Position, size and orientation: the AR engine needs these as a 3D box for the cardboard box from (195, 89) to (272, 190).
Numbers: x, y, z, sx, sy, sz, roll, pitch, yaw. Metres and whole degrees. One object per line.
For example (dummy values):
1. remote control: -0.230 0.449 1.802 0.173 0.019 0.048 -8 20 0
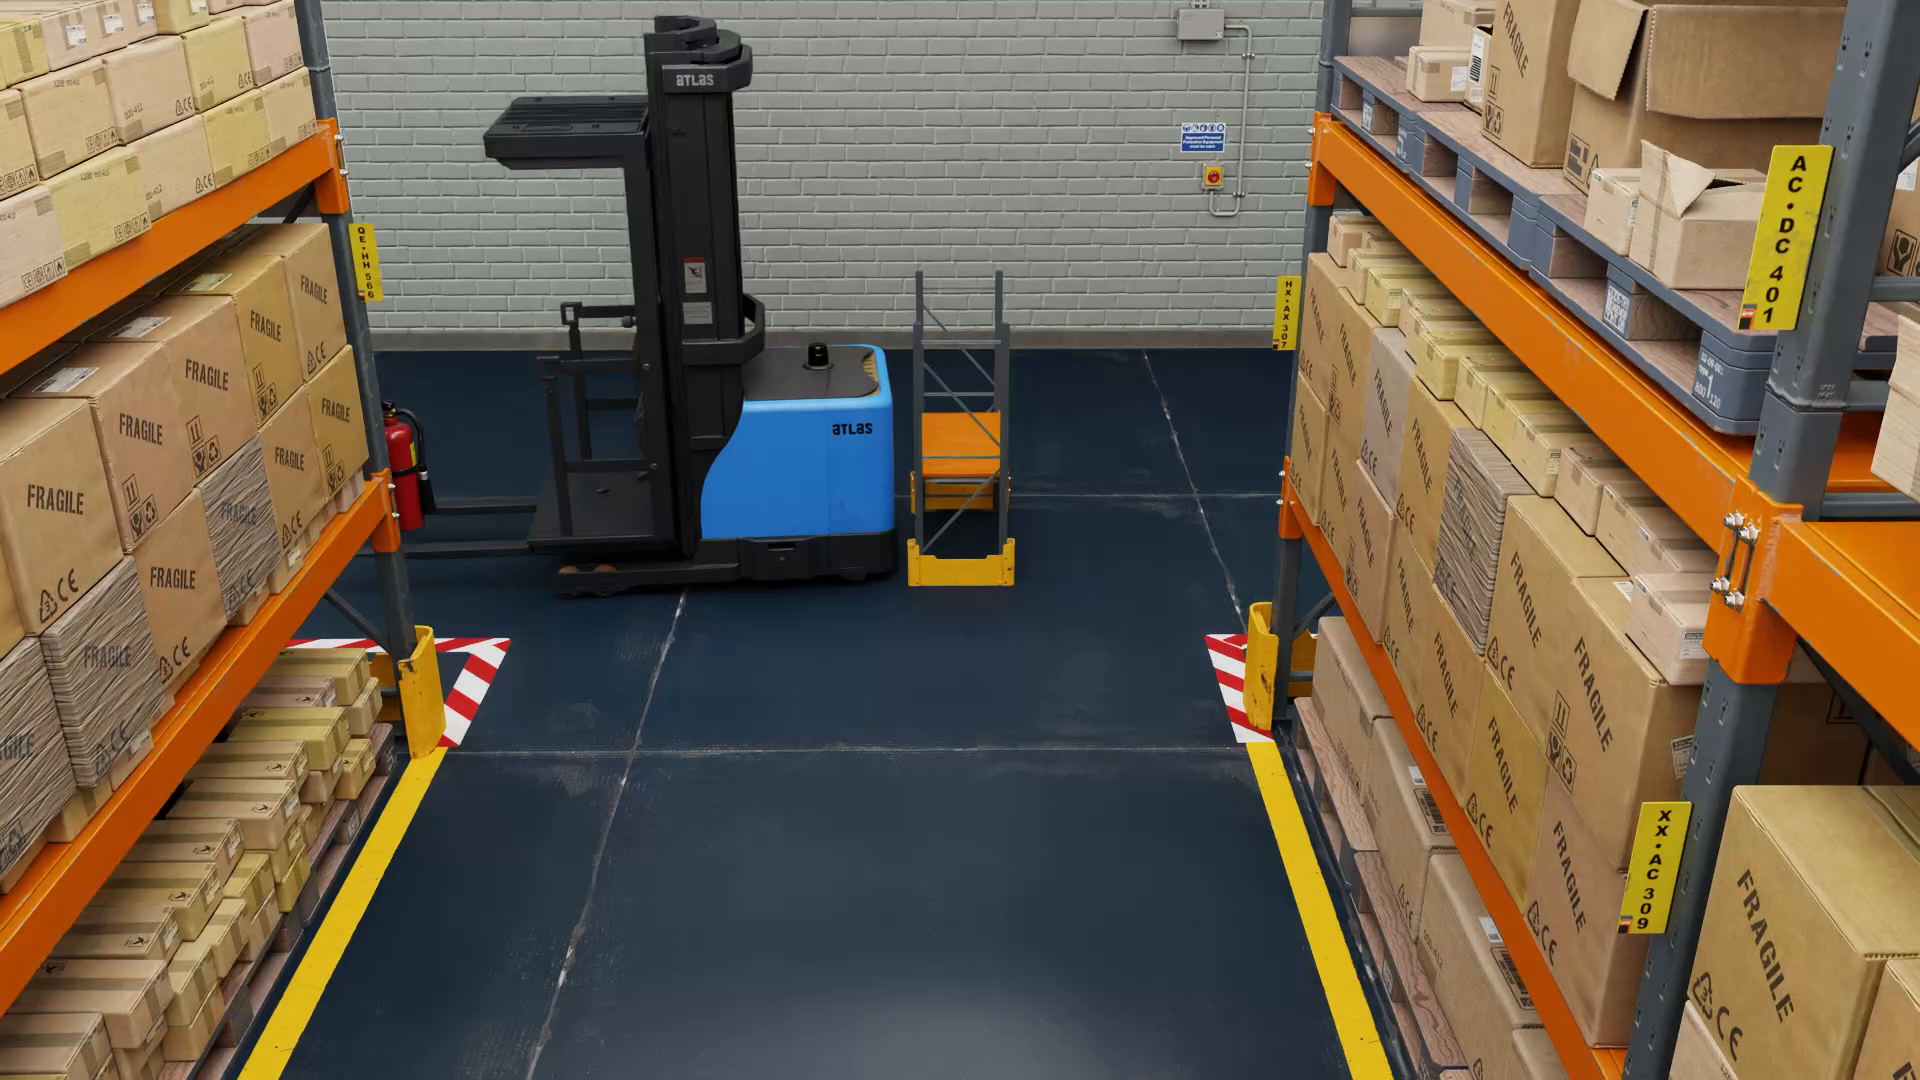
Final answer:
1. cardboard box: -2.715 -1.376 5.694 0.500 0.250 0.500 0 24 0

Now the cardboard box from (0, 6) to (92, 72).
1. cardboard box: -2.705 -1.412 4.683 0.380 0.149 0.250 -1 24 -2

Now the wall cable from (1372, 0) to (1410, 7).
1. wall cable: 3.285 -3.335 12.252 0.588 1.984 0.122 0 24 -1

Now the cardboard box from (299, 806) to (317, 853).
1. cardboard box: -2.746 1.166 6.482 0.380 0.149 0.250 0 24 0

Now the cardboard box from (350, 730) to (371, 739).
1. cardboard box: -2.783 0.850 7.181 0.380 0.149 0.250 0 24 0

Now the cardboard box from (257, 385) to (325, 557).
1. cardboard box: -2.734 -0.259 6.200 0.500 0.500 0.500 -1 24 -1

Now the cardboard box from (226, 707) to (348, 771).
1. cardboard box: -2.663 0.790 6.592 0.380 0.149 0.250 -1 24 -2

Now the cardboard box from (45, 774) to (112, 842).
1. cardboard box: -2.696 0.739 4.782 0.380 0.149 0.250 0 24 0

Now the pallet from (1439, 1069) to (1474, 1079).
1. pallet: 2.065 2.067 4.923 1.003 0.211 1.213 0 24 -1

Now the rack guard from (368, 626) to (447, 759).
1. rack guard: -2.996 0.696 7.604 1.175 0.500 0.348 0 24 -1

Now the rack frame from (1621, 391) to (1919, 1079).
1. rack frame: 1.995 1.110 3.655 1.000 3.000 0.127 0 24 -1

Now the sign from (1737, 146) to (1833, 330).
1. sign: 1.440 -0.525 2.907 0.100 0.325 0.005 0 24 -1

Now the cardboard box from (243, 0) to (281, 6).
1. cardboard box: -2.700 -2.046 6.085 0.380 0.149 0.250 0 24 -1

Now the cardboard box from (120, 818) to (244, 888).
1. cardboard box: -2.773 1.116 5.870 0.380 0.149 0.250 -1 24 -2

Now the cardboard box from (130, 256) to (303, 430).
1. cardboard box: -2.738 -0.714 5.994 0.500 0.500 0.500 -1 24 -2

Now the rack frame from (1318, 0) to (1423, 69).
1. rack frame: 1.952 -3.271 6.063 1.000 3.000 0.127 0 24 -1

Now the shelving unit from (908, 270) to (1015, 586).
1. shelving unit: 0.001 -0.652 9.371 0.587 1.500 1.083 0 24 -1

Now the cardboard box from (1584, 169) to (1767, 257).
1. cardboard box: 1.665 -0.749 3.801 0.380 0.149 0.250 0 24 1

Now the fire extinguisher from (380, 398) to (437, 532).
1. fire extinguisher: -2.538 -0.375 7.485 0.296 0.674 0.183 0 24 -1

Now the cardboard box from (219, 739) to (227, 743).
1. cardboard box: -3.227 0.959 6.941 0.380 0.149 0.250 0 24 -1

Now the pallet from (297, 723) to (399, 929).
1. pallet: -3.023 1.163 6.923 1.003 0.211 1.213 0 24 -1

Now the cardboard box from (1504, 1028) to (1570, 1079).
1. cardboard box: 2.096 1.827 4.669 0.875 0.438 0.875 -1 24 -1

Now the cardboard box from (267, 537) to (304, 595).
1. cardboard box: -2.702 0.085 6.228 0.380 0.149 0.250 0 24 1

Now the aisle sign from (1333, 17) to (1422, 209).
1. aisle sign: 1.661 -1.751 6.826 0.394 0.787 0.004 0 24 -1

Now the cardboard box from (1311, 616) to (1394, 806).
1. cardboard box: 2.059 0.710 7.140 0.875 0.438 0.875 -1 24 -2

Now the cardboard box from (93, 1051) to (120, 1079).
1. cardboard box: -2.769 1.680 4.984 0.380 0.149 0.250 -1 24 -3

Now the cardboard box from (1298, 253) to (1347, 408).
1. cardboard box: 1.672 -0.840 6.632 0.500 0.500 0.500 -1 24 -2

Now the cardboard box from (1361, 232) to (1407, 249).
1. cardboard box: 1.753 -1.079 6.375 0.380 0.149 0.250 0 24 1

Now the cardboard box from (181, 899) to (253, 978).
1. cardboard box: -2.665 1.361 5.690 0.380 0.149 0.250 0 24 0

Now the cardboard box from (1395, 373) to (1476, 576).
1. cardboard box: 1.704 -0.209 5.238 0.500 0.500 0.500 0 24 0

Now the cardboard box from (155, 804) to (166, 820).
1. cardboard box: -3.316 1.035 6.411 0.380 0.149 0.250 0 24 1

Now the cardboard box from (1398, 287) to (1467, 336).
1. cardboard box: 1.717 -0.755 5.658 0.380 0.149 0.250 0 24 0

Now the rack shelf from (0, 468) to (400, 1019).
1. rack shelf: -2.975 0.678 5.484 1.077 0.370 4.000 0 24 -1

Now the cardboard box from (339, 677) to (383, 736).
1. cardboard box: -2.706 0.714 7.119 0.380 0.149 0.250 -1 24 -2

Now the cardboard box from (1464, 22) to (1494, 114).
1. cardboard box: 1.918 -1.484 5.228 0.500 0.311 0.500 0 24 0

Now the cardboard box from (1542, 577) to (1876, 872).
1. cardboard box: 1.714 0.416 3.855 0.500 0.500 0.500 0 24 -1

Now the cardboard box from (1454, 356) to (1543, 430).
1. cardboard box: 1.705 -0.440 4.961 0.380 0.149 0.250 0 24 -1

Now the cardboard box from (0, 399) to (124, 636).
1. cardboard box: -2.710 -0.071 4.571 0.500 0.500 0.500 0 24 0

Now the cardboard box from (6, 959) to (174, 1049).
1. cardboard box: -2.693 1.438 5.159 0.380 0.149 0.250 0 24 1

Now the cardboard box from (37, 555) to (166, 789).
1. cardboard box: -2.689 0.376 4.795 0.500 0.500 0.500 -1 24 -2

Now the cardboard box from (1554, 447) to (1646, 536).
1. cardboard box: 1.766 -0.128 4.271 0.380 0.149 0.250 0 24 -1

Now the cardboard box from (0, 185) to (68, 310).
1. cardboard box: -2.695 -0.737 4.282 0.500 0.250 0.500 1 24 2

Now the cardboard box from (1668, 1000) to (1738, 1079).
1. cardboard box: 1.718 1.134 3.179 0.500 0.250 0.500 -1 24 -2

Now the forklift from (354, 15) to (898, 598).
1. forklift: -1.894 -1.249 8.956 3.031 2.935 1.130 -2 24 -5

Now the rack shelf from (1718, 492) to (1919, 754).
1. rack shelf: 2.017 0.896 1.363 1.077 0.370 4.000 0 24 -1

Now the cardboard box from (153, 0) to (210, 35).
1. cardboard box: -2.680 -1.730 5.386 0.380 0.149 0.250 0 24 0

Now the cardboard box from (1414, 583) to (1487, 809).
1. cardboard box: 1.703 0.456 4.981 0.500 0.500 0.500 -1 24 -1

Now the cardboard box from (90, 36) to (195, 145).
1. cardboard box: -2.728 -1.390 5.118 0.500 0.250 0.500 0 24 0

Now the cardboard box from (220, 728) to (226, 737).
1. cardboard box: -3.248 0.715 7.118 0.380 0.149 0.250 1 24 2

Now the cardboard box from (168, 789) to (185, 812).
1. cardboard box: -2.799 1.040 6.400 0.380 0.149 0.250 -1 24 -1

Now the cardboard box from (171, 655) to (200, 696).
1. cardboard box: -2.766 0.414 5.499 0.380 0.149 0.250 0 24 0

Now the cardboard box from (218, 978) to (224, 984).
1. cardboard box: -2.770 1.488 5.770 0.380 0.149 0.250 0 24 1

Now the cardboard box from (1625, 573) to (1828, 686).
1. cardboard box: 1.674 0.188 3.572 0.380 0.149 0.250 -1 24 -2

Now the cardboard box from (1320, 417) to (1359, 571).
1. cardboard box: 1.703 -0.176 6.378 0.500 0.500 0.500 -1 24 -1

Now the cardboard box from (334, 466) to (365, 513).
1. cardboard box: -2.711 -0.226 6.915 0.380 0.149 0.250 0 24 0

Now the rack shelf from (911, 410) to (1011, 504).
1. rack shelf: 0.001 -0.484 9.437 0.538 0.185 1.000 0 24 -1
